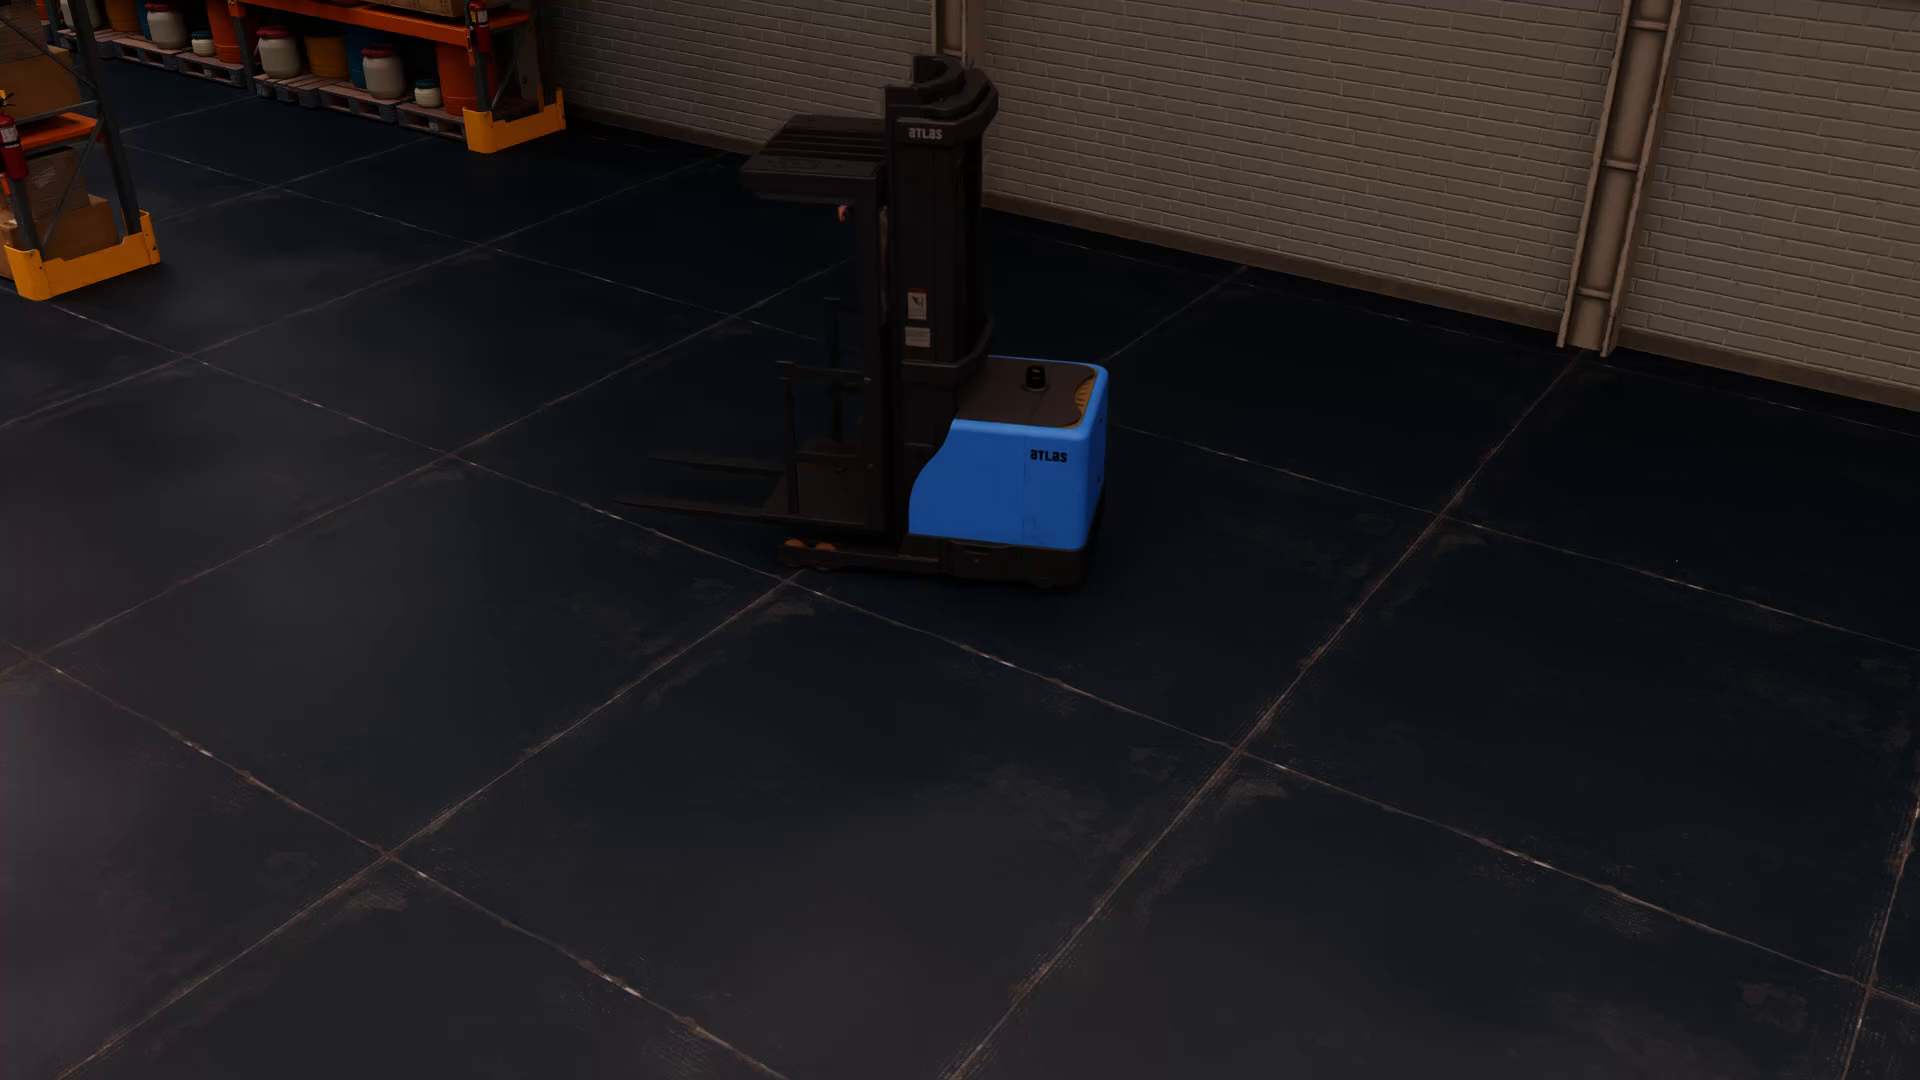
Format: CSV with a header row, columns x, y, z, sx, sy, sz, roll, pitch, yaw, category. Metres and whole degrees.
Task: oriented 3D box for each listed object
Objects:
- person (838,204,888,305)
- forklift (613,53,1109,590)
x,y,z,sx,sy,sz,roll,pitch,yaw,category
-0.547,-2.590,13.357,0.896,1.717,0.476,4,30,7,person
-0.645,-1.335,9.880,3.031,2.935,1.130,6,31,10,forklift
